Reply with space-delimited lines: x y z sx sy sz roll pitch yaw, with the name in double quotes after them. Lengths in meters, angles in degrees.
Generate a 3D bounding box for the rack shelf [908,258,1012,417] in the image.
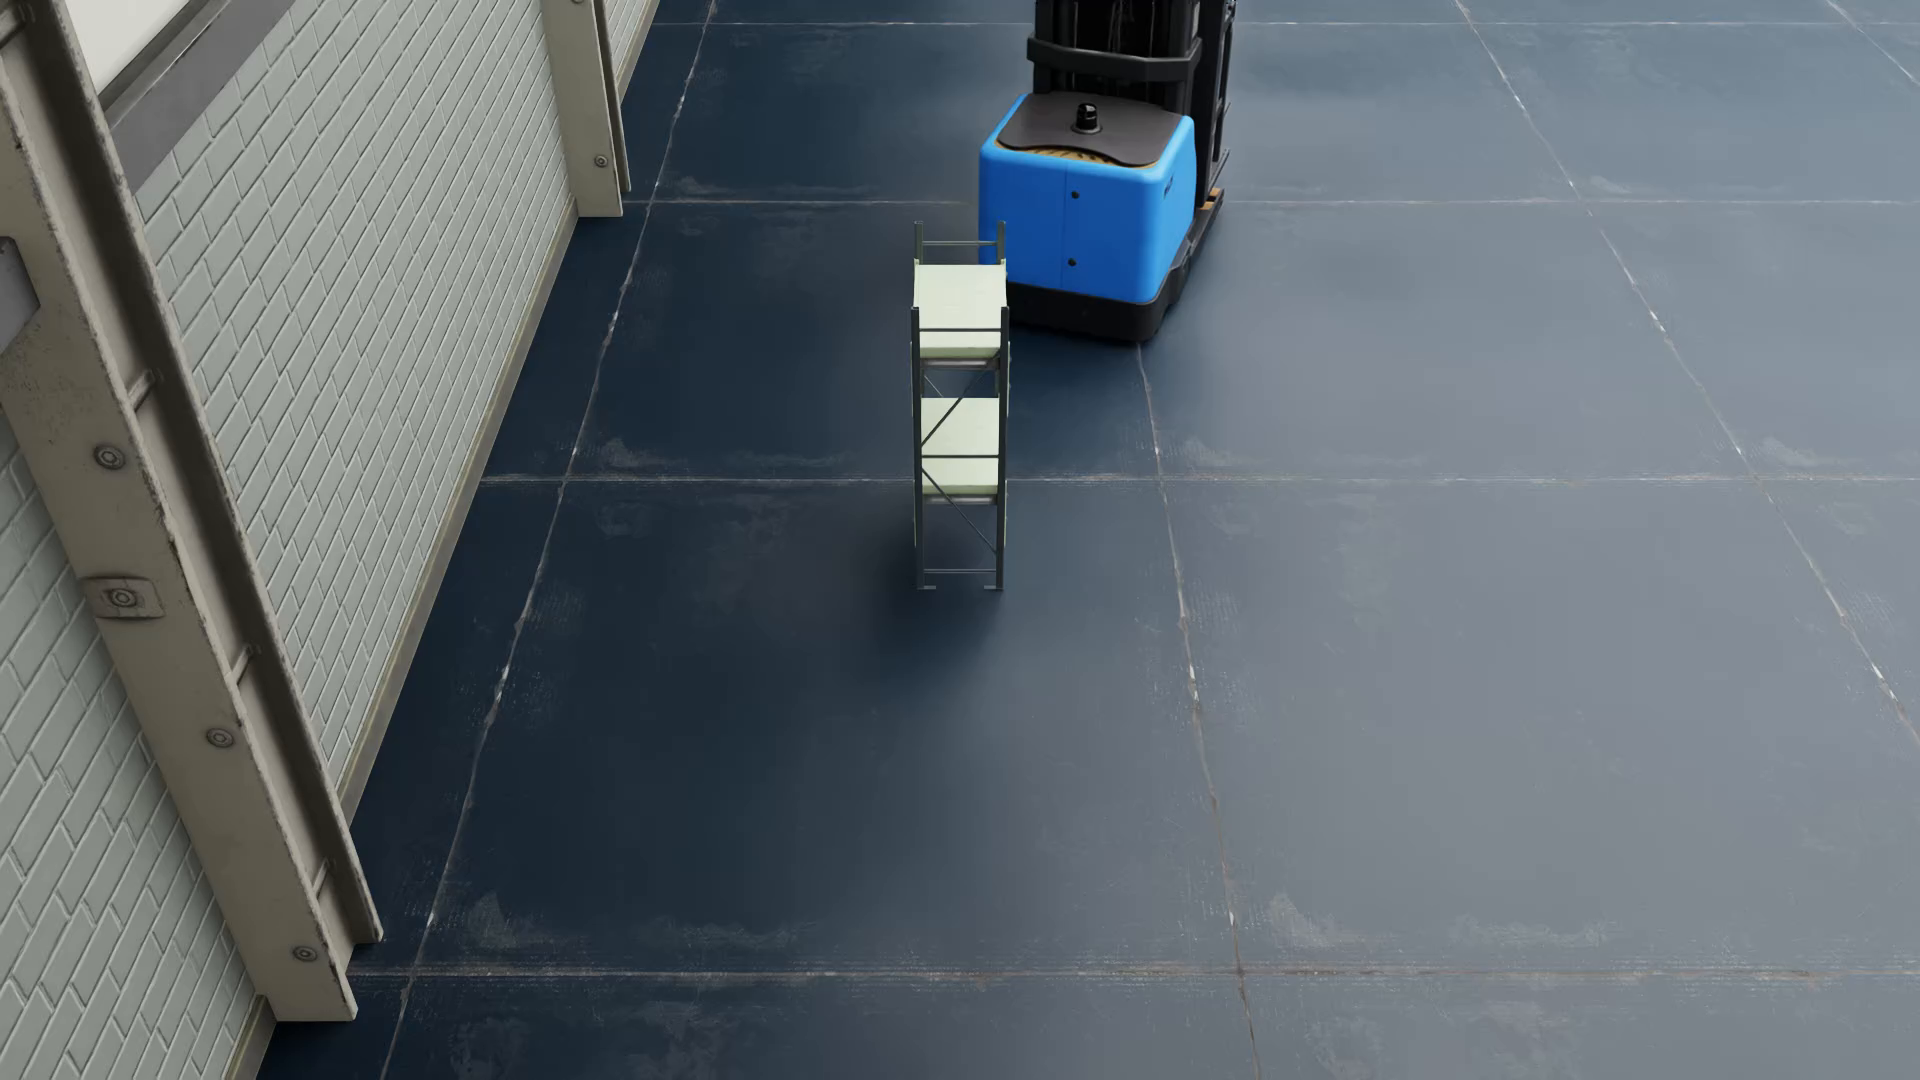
0.000 -0.894 7.288 0.431 0.370 0.720 0 39 0 "rack shelf"

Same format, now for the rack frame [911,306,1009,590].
0.000 -0.361 7.246 0.400 1.500 0.023 0 39 0 "rack frame"

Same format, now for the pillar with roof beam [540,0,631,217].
2.002 -5.692 7.902 9.100 9.000 0.400 0 39 0 "pillar with roof beam"

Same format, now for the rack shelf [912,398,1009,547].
0.000 -0.335 7.736 0.431 0.370 0.720 0 39 0 "rack shelf"

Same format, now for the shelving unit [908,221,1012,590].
0.000 -0.589 7.532 0.431 1.500 0.755 0 39 0 "shelving unit"

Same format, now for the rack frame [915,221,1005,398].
0.000 -0.818 7.817 0.400 1.500 0.023 0 39 0 "rack frame"

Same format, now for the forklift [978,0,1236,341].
1.044 -3.176 9.615 1.130 2.935 3.031 12 40 15 "forklift"

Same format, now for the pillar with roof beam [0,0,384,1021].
2.009 -1.940 3.220 9.100 9.000 0.400 0 39 0 "pillar with roof beam"
